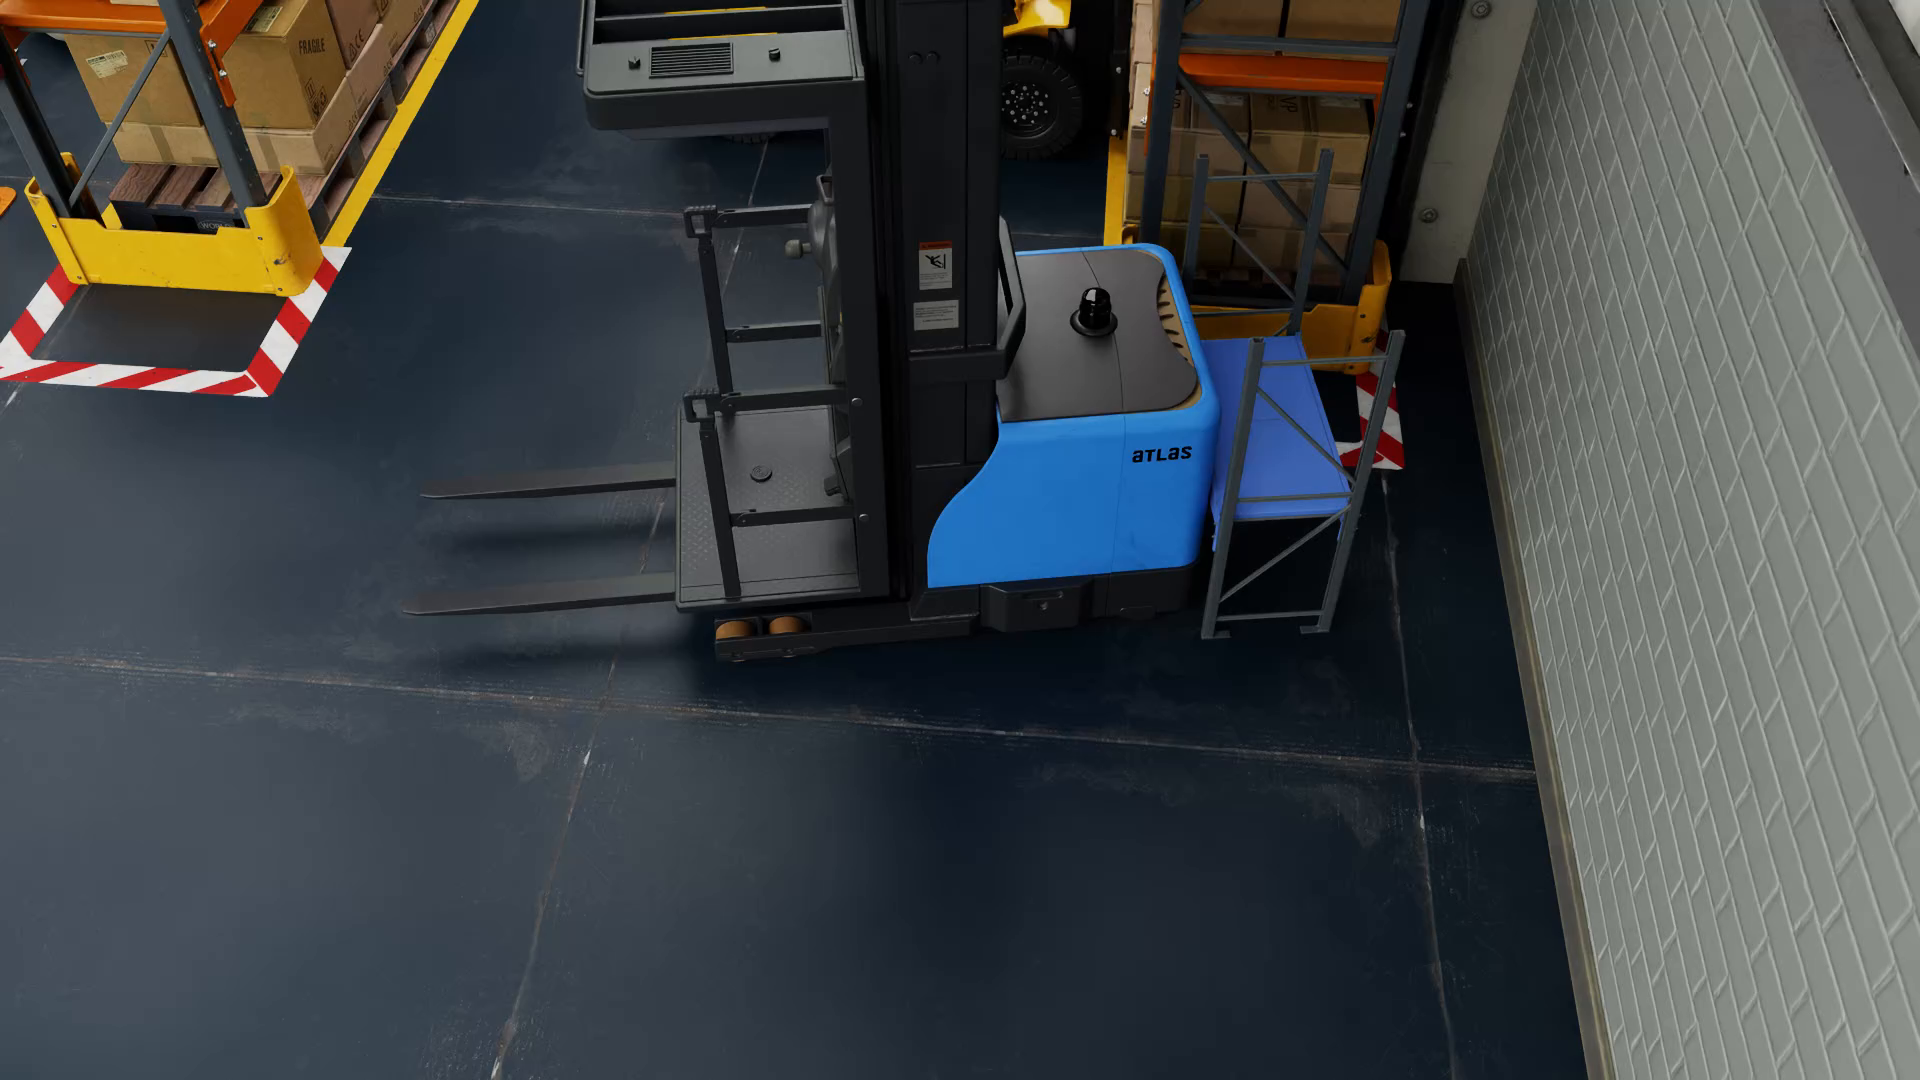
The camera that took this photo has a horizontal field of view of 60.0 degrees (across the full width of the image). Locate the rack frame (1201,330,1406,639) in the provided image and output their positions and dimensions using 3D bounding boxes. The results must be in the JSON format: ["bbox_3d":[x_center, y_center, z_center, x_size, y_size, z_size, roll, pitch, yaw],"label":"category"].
[{"bbox_3d":[1.183,-0.147,5.894,0.500,1.500,0.032,-3,48,-3],"label":"rack frame"}]

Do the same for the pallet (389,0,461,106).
[{"bbox_3d":[-3.435,-2.868,9.256,1.003,0.211,1.213,4,48,4],"label":"pallet"}]

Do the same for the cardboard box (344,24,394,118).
[{"bbox_3d":[-3.262,-2.427,8.541,0.500,0.250,0.500,5,48,5],"label":"cardboard box"}]

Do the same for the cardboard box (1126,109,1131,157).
[{"bbox_3d":[1.061,-1.878,8.040,0.500,0.250,0.500,4,48,4],"label":"cardboard box"}]

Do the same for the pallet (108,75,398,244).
[{"bbox_3d":[-3.549,-1.973,8.438,1.003,0.211,1.213,4,48,4],"label":"pallet"}]

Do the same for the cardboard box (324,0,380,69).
[{"bbox_3d":[-3.272,-2.707,8.290,0.500,0.500,0.500,2,48,2],"label":"cardboard box"}]

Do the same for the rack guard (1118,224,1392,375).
[{"bbox_3d":[1.276,-1.072,7.417,1.175,0.500,0.348,4,48,4],"label":"rack guard"}]

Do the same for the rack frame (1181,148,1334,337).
[{"bbox_3d":[1.107,-0.895,6.578,0.500,1.500,0.032,-3,48,-3],"label":"rack frame"}]

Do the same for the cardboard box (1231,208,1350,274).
[{"bbox_3d":[1.518,-1.495,7.689,0.500,0.250,0.500,4,48,4],"label":"cardboard box"}]

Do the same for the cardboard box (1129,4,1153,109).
[{"bbox_3d":[1.050,-2.219,7.674,0.500,0.250,0.500,5,48,4],"label":"cardboard box"}]

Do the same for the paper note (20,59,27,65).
[{"bbox_3d":[-5.183,-2.617,9.163,0.032,0.001,0.123,4,48,4],"label":"paper note"}]

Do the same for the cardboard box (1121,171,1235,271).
[{"bbox_3d":[1.006,-1.513,7.706,0.500,0.250,0.500,4,48,4],"label":"cardboard box"}]

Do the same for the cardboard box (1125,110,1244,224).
[{"bbox_3d":[1.011,-1.694,7.533,0.500,0.250,0.500,3,48,3],"label":"cardboard box"}]

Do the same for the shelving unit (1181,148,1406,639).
[{"bbox_3d":[1.145,-0.521,6.236,0.538,1.500,1.048,-3,48,-3],"label":"shelving unit"}]

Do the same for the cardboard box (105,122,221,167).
[{"bbox_3d":[-3.857,-2.108,8.250,0.500,0.250,0.500,4,48,3],"label":"cardboard box"}]

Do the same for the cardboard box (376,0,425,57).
[{"bbox_3d":[-3.225,-2.828,8.909,0.500,0.250,0.500,7,48,6],"label":"cardboard box"}]

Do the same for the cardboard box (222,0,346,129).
[{"bbox_3d":[-3.315,-2.323,7.938,0.500,0.500,0.500,2,48,2],"label":"cardboard box"}]

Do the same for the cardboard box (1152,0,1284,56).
[{"bbox_3d":[1.061,-2.346,6.821,0.500,0.500,0.500,3,48,3],"label":"cardboard box"}]

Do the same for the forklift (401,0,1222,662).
[{"bbox_3d":[-0.626,-0.938,5.648,3.031,2.935,1.130,-5,48,-4],"label":"forklift"}]

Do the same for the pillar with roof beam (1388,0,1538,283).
[{"bbox_3d":[-2.048,-4.698,4.975,9.100,9.000,0.400,4,48,4],"label":"pillar with roof beam"}]

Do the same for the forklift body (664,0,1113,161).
[{"bbox_3d":[-0.366,-3.163,8.211,2.313,2.155,1.214,4,48,4],"label":"forklift body"}]

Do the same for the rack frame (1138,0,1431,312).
[{"bbox_3d":[1.278,-1.933,6.511,1.000,3.000,0.127,4,48,4],"label":"rack frame"}]

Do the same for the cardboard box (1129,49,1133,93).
[{"bbox_3d":[1.094,-2.443,8.217,0.500,0.250,0.500,3,48,3],"label":"cardboard box"}]

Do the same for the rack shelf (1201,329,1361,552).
[{"bbox_3d":[1.145,-0.400,6.369,0.538,0.185,1.000,-3,48,-3],"label":"rack shelf"}]

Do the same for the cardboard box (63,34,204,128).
[{"bbox_3d":[-3.852,-2.337,7.951,0.500,0.500,0.500,4,48,4],"label":"cardboard box"}]

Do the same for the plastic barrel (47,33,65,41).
[{"bbox_3d":[-4.985,-3.014,9.246,0.421,0.421,0.512,-36,57,-28],"label":"plastic barrel"}]

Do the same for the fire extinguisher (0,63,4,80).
[{"bbox_3d":[-4.135,-2.185,6.794,0.296,0.674,0.183,4,48,4],"label":"fire extinguisher"}]

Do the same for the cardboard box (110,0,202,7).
[{"bbox_3d":[-3.428,-2.415,7.122,0.380,0.149,0.250,4,48,4],"label":"cardboard box"}]

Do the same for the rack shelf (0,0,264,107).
[{"bbox_3d":[-3.483,-3.491,8.424,1.077,0.370,4.000,4,48,4],"label":"rack shelf"}]

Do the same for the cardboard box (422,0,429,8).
[{"bbox_3d":[-3.177,-3.199,9.248,0.500,0.250,0.500,5,48,4],"label":"cardboard box"}]

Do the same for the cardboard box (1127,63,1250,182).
[{"bbox_3d":[1.009,-1.844,7.331,0.500,0.250,0.500,5,48,5],"label":"cardboard box"}]

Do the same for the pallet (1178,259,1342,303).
[{"bbox_3d":[1.306,-1.557,8.057,1.003,0.211,1.213,4,48,4],"label":"pallet"}]

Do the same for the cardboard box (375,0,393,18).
[{"bbox_3d":[-3.218,-3.075,8.626,0.500,0.500,0.500,5,48,4],"label":"cardboard box"}]

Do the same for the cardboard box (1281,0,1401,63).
[{"bbox_3d":[1.600,-2.312,6.790,0.500,0.500,0.500,5,48,5],"label":"cardboard box"}]

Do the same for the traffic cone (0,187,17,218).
[{"bbox_3d":[-4.911,-1.811,8.118,0.336,0.463,0.334,4,48,4],"label":"traffic cone"}]

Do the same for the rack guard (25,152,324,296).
[{"bbox_3d":[-3.658,-1.476,7.787,1.175,0.500,0.348,4,48,4],"label":"rack guard"}]

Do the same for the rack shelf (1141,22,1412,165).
[{"bbox_3d":[1.460,-3.160,8.121,1.077,0.370,4.000,4,48,4],"label":"rack shelf"}]

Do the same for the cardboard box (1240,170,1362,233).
[{"bbox_3d":[1.528,-1.647,7.490,0.500,0.250,0.500,5,48,4],"label":"cardboard box"}]

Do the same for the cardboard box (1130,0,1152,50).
[{"bbox_3d":[1.086,-2.591,8.014,0.500,0.250,0.500,4,48,4],"label":"cardboard box"}]

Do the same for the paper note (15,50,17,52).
[{"bbox_3d":[-5.335,-2.701,9.233,0.148,0.019,0.142,19,50,17],"label":"paper note"}]

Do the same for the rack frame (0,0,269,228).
[{"bbox_3d":[-3.665,-2.264,6.814,1.000,3.000,0.127,4,48,4],"label":"rack frame"}]

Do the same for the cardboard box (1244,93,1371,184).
[{"bbox_3d":[1.510,-1.825,7.313,0.500,0.250,0.500,3,48,3],"label":"cardboard box"}]

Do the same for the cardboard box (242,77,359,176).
[{"bbox_3d":[-3.316,-2.052,8.199,0.500,0.250,0.500,4,48,3],"label":"cardboard box"}]
